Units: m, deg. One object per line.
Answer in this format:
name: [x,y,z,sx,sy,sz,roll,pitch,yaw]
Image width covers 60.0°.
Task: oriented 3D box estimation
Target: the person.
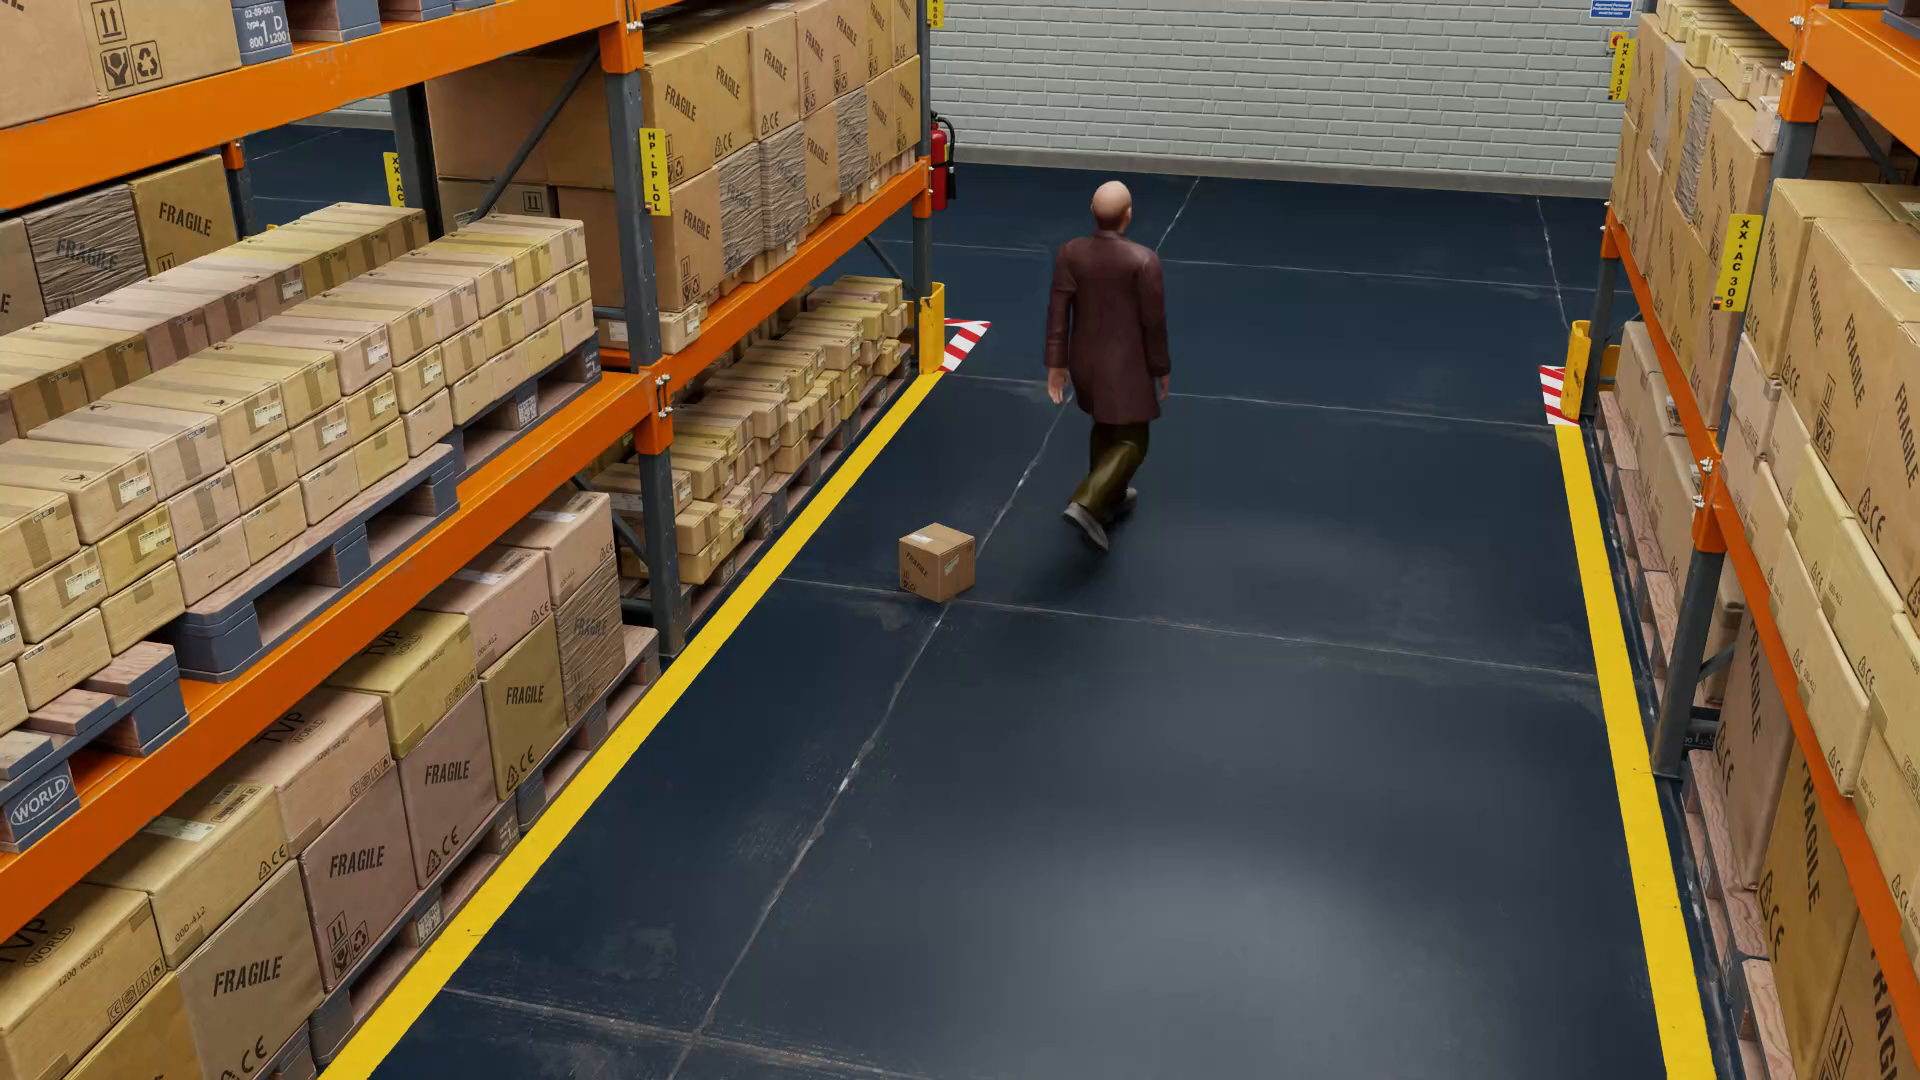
person: [0.723,-0.839,7.887,0.577,1.749,0.813,17,30,32]
